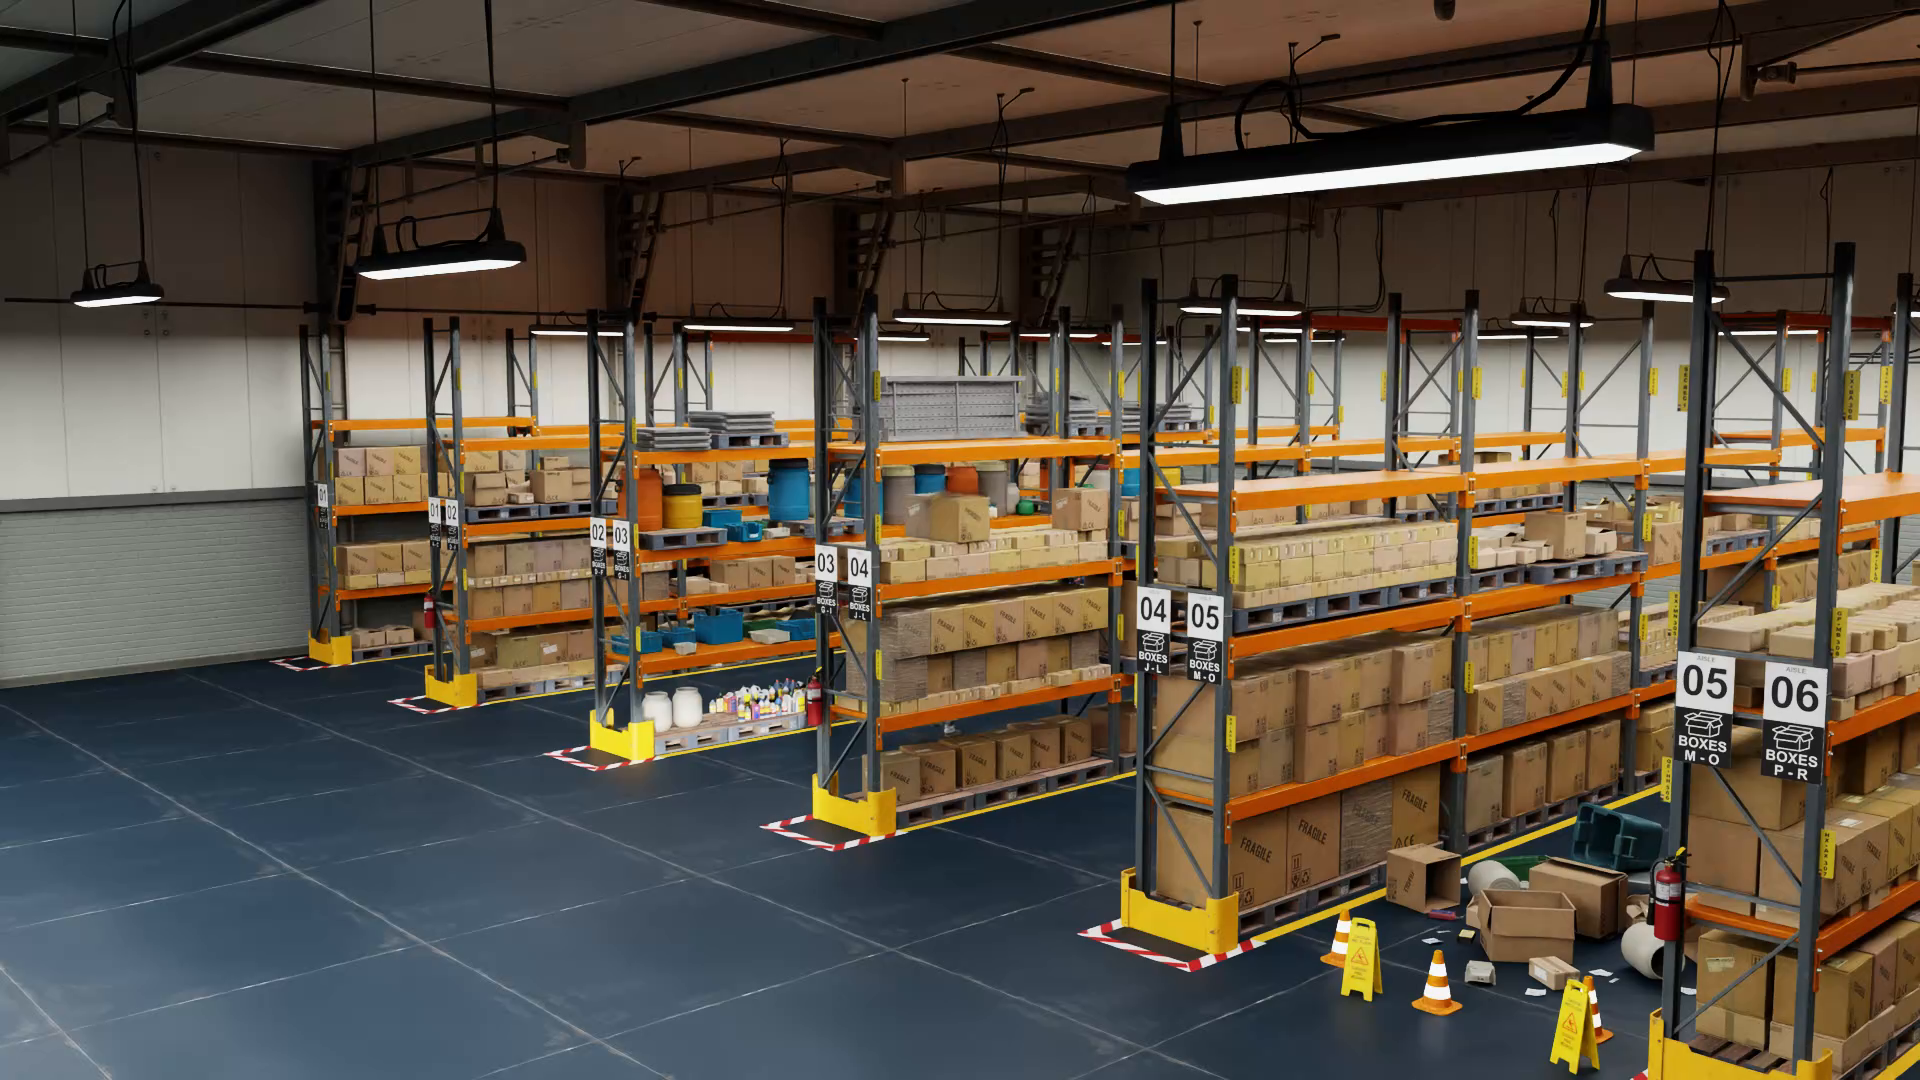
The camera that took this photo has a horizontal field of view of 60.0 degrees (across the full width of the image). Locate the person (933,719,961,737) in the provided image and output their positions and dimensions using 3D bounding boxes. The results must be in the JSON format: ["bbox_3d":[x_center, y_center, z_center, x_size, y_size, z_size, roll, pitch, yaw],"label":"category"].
[{"bbox_3d":[-0.132,1.896,23.504,0.511,1.783,0.588,-5,8,-42],"label":"person"}]
